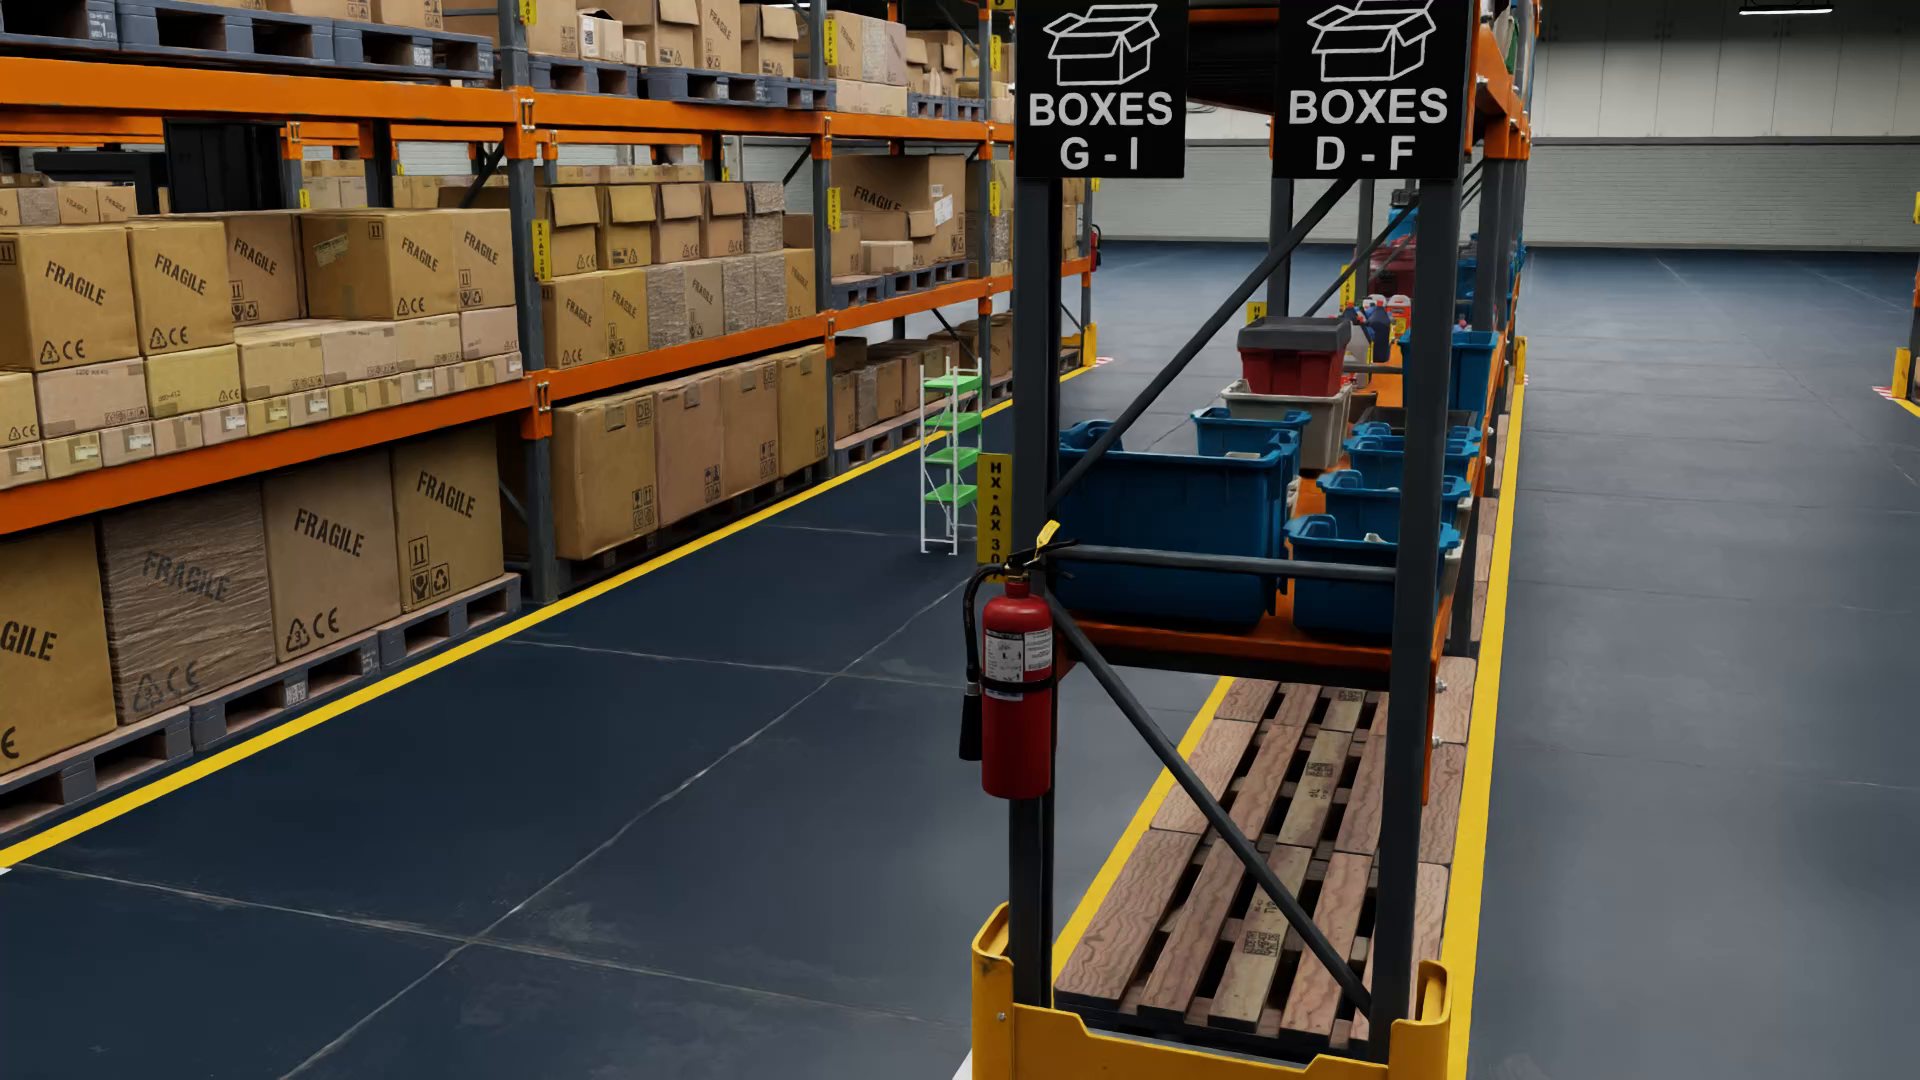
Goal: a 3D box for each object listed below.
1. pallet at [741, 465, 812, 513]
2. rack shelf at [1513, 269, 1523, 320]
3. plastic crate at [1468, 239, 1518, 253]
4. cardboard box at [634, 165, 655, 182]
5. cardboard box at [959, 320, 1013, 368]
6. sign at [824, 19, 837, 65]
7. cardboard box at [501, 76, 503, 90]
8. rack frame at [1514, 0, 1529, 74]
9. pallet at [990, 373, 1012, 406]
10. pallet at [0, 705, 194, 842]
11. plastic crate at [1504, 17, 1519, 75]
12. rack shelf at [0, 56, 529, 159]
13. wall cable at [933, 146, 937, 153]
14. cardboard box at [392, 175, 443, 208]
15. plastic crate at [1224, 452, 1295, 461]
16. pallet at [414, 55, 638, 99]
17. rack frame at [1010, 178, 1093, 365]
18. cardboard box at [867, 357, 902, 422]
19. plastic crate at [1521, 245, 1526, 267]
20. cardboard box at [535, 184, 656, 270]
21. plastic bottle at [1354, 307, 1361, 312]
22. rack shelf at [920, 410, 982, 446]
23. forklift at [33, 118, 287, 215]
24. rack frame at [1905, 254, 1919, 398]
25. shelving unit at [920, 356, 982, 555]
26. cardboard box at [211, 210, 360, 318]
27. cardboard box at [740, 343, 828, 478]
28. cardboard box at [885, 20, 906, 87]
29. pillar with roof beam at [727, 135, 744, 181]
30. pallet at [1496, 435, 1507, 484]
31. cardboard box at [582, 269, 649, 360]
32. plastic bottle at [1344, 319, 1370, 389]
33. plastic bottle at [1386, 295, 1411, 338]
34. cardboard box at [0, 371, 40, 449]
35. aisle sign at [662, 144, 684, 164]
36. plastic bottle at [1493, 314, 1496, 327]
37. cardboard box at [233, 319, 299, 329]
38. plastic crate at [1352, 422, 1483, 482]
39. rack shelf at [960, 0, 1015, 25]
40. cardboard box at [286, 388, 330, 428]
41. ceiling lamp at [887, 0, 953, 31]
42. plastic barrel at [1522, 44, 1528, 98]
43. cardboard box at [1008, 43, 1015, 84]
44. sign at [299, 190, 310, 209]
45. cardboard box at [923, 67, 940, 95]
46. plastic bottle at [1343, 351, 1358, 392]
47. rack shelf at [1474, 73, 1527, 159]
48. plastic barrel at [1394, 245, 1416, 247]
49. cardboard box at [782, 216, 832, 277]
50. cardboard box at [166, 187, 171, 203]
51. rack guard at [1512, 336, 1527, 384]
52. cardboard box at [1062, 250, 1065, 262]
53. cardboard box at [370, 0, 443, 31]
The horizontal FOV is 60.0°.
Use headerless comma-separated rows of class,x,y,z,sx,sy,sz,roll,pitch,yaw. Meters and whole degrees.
pallet,-1.808,-0.457,12.516,1.003,0.211,1.213,4,14,18
rack shelf,5.146,-2.533,16.962,1.077,0.370,4.000,4,14,18
plastic crate,4.632,-2.370,14.487,0.402,0.464,0.583,4,14,18
cardboard box,-4.159,-4.213,19.940,0.875,0.550,0.500,4,14,18
cardboard box,0.285,-2.144,18.315,0.500,0.500,0.500,3,13,13
sign,-0.959,-3.688,12.327,0.100,0.325,0.005,4,14,18
cardboard box,-4.925,-4.680,17.180,0.500,0.250,0.500,5,14,19
rack frame,3.205,-4.545,10.679,1.000,3.000,0.127,4,14,18
pallet,-0.003,-1.604,17.540,1.003,0.211,1.213,4,14,18
pallet,-3.885,0.893,6.602,1.003,0.211,1.213,4,14,18
plastic crate,2.060,-2.026,6.861,0.450,0.188,0.662,4,14,18
rack shelf,-3.423,-1.825,7.121,1.077,0.370,4.000,4,14,18
wall cable,-2.135,-12.902,54.273,3.097,2.526,0.112,4,14,18
cardboard box,-5.496,-3.308,16.268,0.700,0.500,0.500,4,14,18
plastic crate,0.962,-0.206,5.605,0.298,0.136,0.250,4,14,18
pallet,-2.526,-2.701,9.768,0.805,0.209,1.217,4,13,16
rack frame,1.107,-3.662,20.289,1.000,3.000,0.127,4,14,18
cardboard box,-0.939,-1.353,14.804,0.700,0.500,0.500,6,14,23
plastic crate,5.915,-3.105,18.187,0.499,0.251,0.616,4,14,18
cardboard box,-2.344,-1.951,10.318,0.797,0.503,0.637,5,14,19
plastic bottle,2.428,-1.293,10.203,0.097,0.271,0.097,0,13,0
rack shelf,-0.054,-0.722,10.663,0.258,0.148,0.480,4,14,18
forklift,-5.297,-1.524,11.078,3.031,2.935,1.130,1,13,4
rack frame,10.479,-2.948,17.161,1.000,3.000,0.127,4,14,18
shelving unit,-0.054,-0.550,10.702,0.258,1.200,0.503,4,14,18
cardboard box,-3.339,-1.387,8.306,0.500,0.500,0.500,4,14,18
cardboard box,-1.725,-1.002,12.469,1.225,0.875,0.875,4,13,16
cardboard box,-0.762,-4.025,13.794,0.500,0.500,0.500,4,13,17
pillar with roof beam,-2.207,-12.318,44.734,9.100,9.000,0.548,4,14,18
pallet,3.889,-0.677,13.481,1.003,0.211,1.213,4,14,18
cardboard box,-2.229,-1.368,10.018,0.500,0.500,0.500,4,14,18
plastic bottle,2.035,-0.961,8.568,0.144,0.351,0.185,4,14,18
plastic bottle,2.903,-1.481,11.016,0.152,0.276,0.135,4,14,18
cardboard box,-3.659,-0.446,5.871,0.500,0.250,0.500,4,13,17
aisle sign,-3.815,-5.344,21.818,0.394,0.787,0.004,4,14,18
plastic bottle,3.223,-1.288,10.181,0.097,0.271,0.097,0,13,0
cardboard box,-3.504,-0.913,7.915,0.500,0.250,0.500,5,14,20
plastic crate,1.531,-0.252,5.594,0.416,0.233,0.300,4,14,18
rack shelf,0.460,-5.813,17.857,1.077,0.370,4.000,4,14,18
cardboard box,-3.063,-0.601,7.443,0.380,0.149,0.250,5,14,19
ceiling lamp,-1.096,-15.581,45.914,2.000,3.185,0.800,4,14,18
plastic barrel,3.595,-3.181,11.191,0.421,0.512,0.421,0,13,0
cardboard box,0.845,-5.217,18.346,0.500,0.500,0.500,4,14,18
sign,-5.625,-2.844,14.285,0.100,0.325,0.005,4,14,18
cardboard box,-0.397,-4.216,15.335,0.396,0.266,0.258,5,14,20
plastic bottle,1.975,-0.860,8.459,0.097,0.201,0.097,0,13,0
rack shelf,2.558,-2.311,9.248,1.077,0.370,4.000,4,14,18
plastic barrel,3.472,-1.996,12.739,0.421,0.512,0.421,0,13,0
cardboard box,-1.345,-2.347,13.362,0.500,0.500,0.500,3,13,11
cardboard box,-9.217,-4.291,19.907,0.700,0.500,0.500,4,14,18
rack guard,5.813,-2.067,18.920,1.175,0.500,0.348,4,14,18
cardboard box,1.001,-3.304,19.286,0.380,0.149,0.250,4,14,18
cardboard box,-2.972,-2.730,8.076,0.700,0.500,0.500,4,13,15
